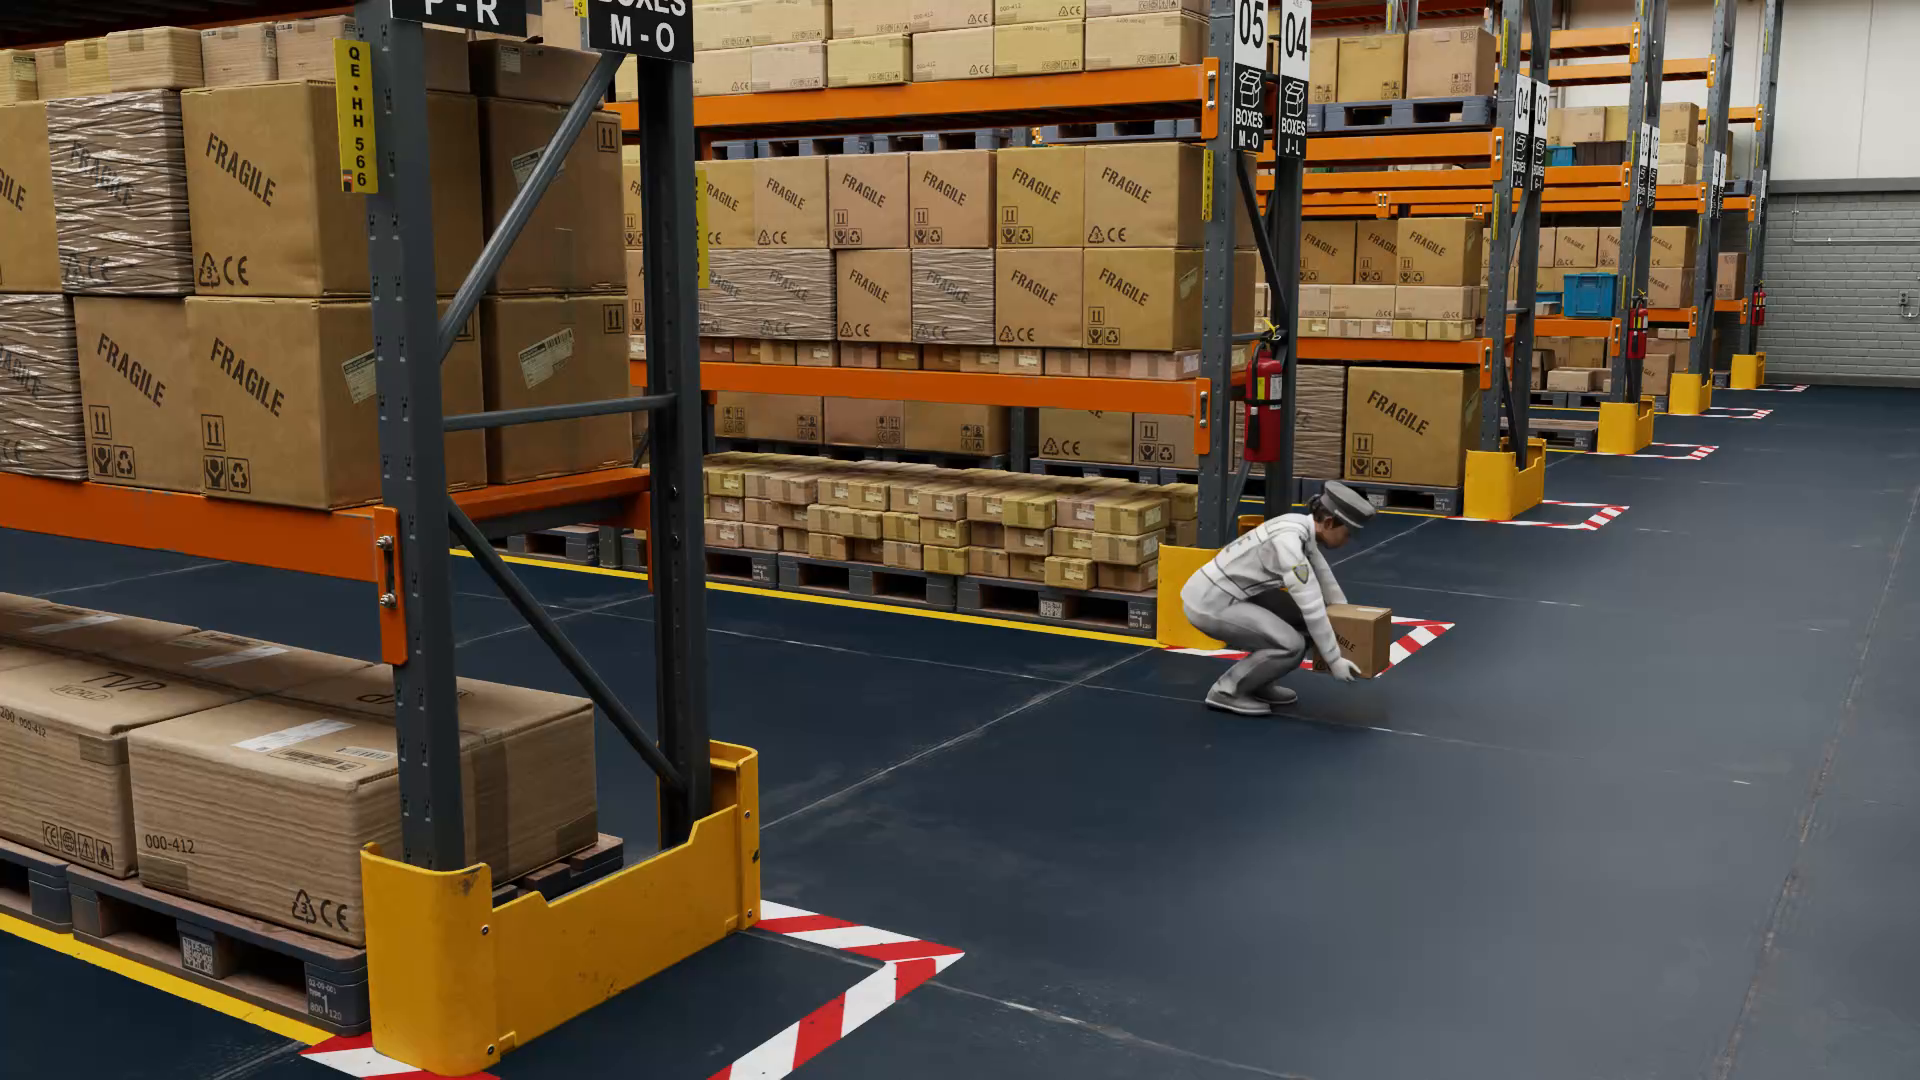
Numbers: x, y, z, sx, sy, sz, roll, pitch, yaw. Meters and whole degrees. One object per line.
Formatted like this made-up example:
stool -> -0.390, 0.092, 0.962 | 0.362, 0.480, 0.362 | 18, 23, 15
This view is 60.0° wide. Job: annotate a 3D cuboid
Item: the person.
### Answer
person -> 1.359, 0.239, 7.047 | 0.828, 0.990, 0.471 | 4, 10, 24
